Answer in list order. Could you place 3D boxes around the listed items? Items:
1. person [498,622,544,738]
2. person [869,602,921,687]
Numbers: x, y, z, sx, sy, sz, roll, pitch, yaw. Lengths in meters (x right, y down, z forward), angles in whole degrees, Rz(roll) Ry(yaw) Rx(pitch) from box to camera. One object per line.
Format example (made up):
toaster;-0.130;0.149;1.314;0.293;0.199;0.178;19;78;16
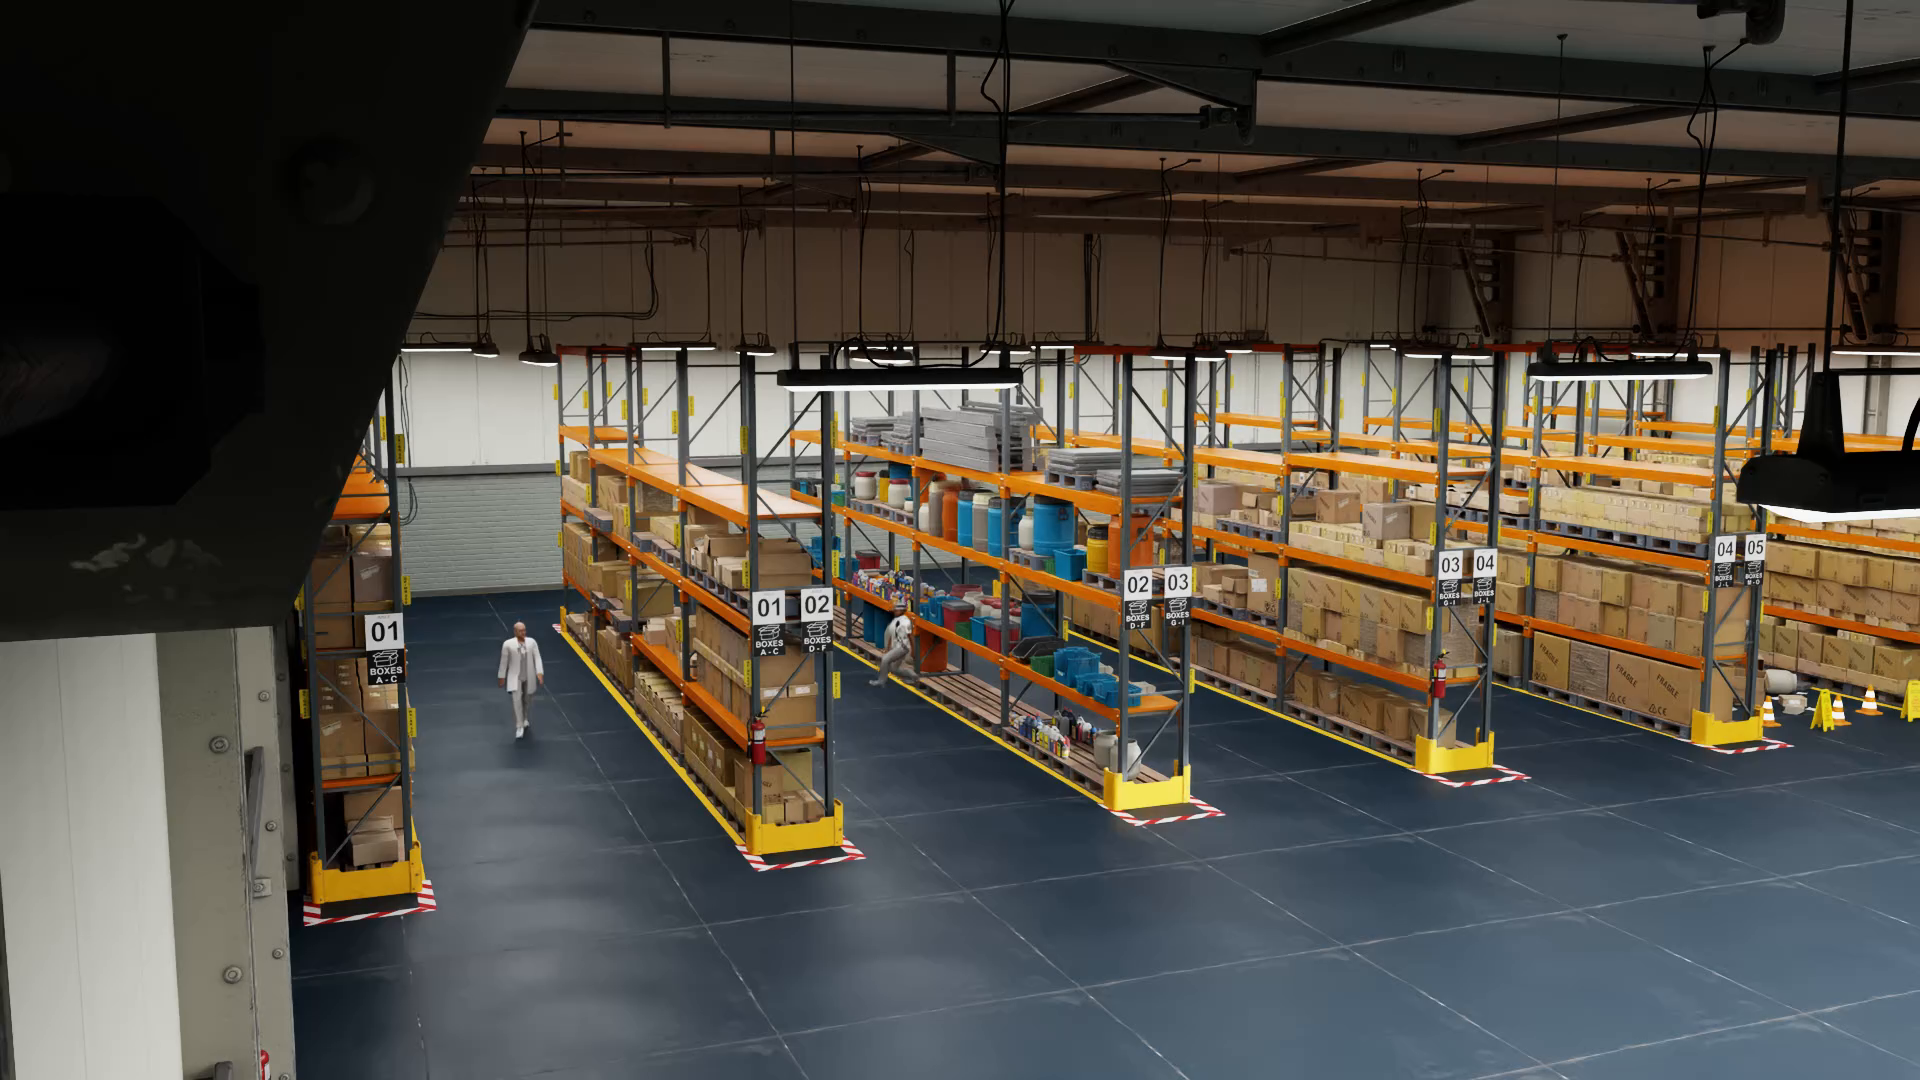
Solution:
person;-6.860;2.150;26.016;0.659;1.717;1.114;-4;8;-26
person;-1.088;1.769;28.251;0.981;1.448;0.503;-4;8;-26
